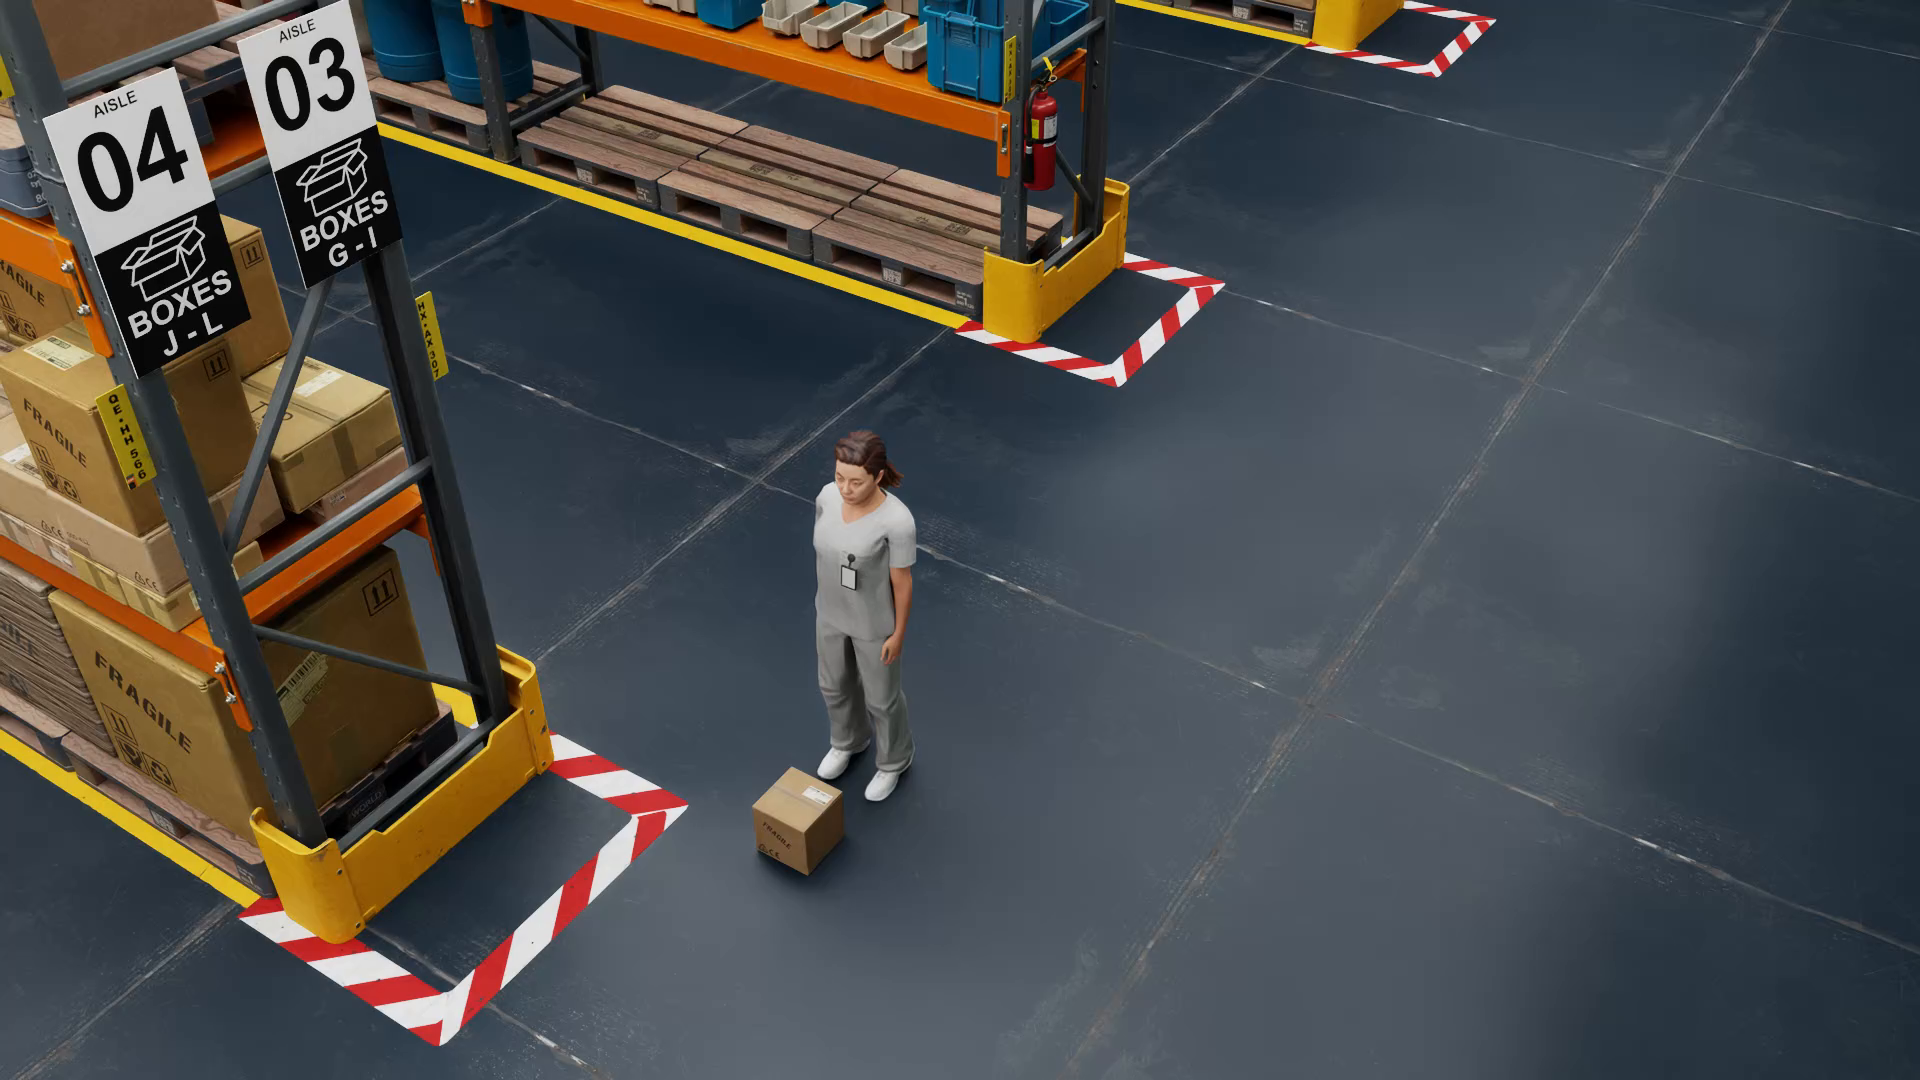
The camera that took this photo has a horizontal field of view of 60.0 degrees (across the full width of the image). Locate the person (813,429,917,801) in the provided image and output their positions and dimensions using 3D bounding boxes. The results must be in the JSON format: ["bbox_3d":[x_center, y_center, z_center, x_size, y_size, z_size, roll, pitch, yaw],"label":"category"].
[{"bbox_3d":[-0.358,0.287,6.329,0.438,1.674,0.364,23,44,26],"label":"person"}]
